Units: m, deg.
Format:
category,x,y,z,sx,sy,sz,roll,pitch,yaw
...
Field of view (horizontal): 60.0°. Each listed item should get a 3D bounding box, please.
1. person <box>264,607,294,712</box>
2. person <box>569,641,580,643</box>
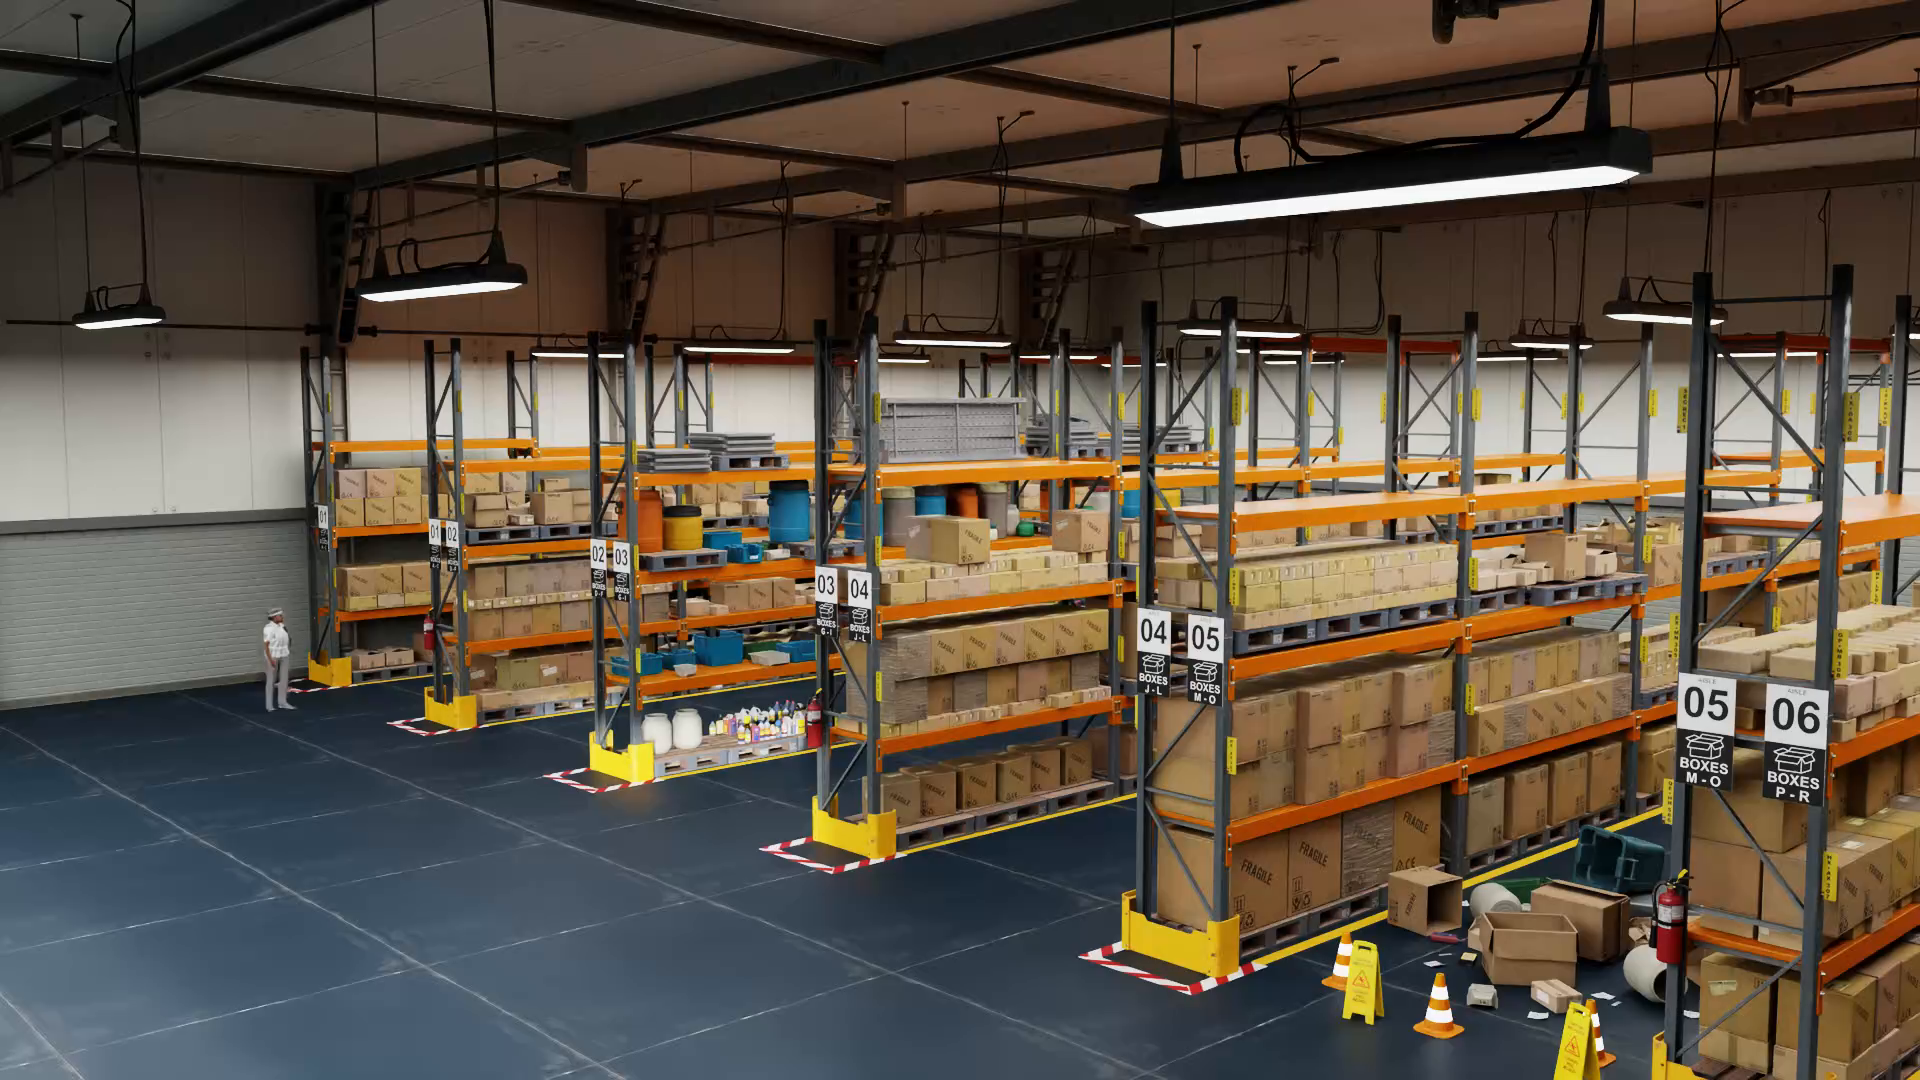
category,x,y,z,sx,sy,sz,roll,pitch,yaw
person,-11.152,1.940,27.166,0.448,1.706,0.476,4,6,36
person,-6.856,1.717,29.676,0.572,1.699,0.371,-2,5,-20
